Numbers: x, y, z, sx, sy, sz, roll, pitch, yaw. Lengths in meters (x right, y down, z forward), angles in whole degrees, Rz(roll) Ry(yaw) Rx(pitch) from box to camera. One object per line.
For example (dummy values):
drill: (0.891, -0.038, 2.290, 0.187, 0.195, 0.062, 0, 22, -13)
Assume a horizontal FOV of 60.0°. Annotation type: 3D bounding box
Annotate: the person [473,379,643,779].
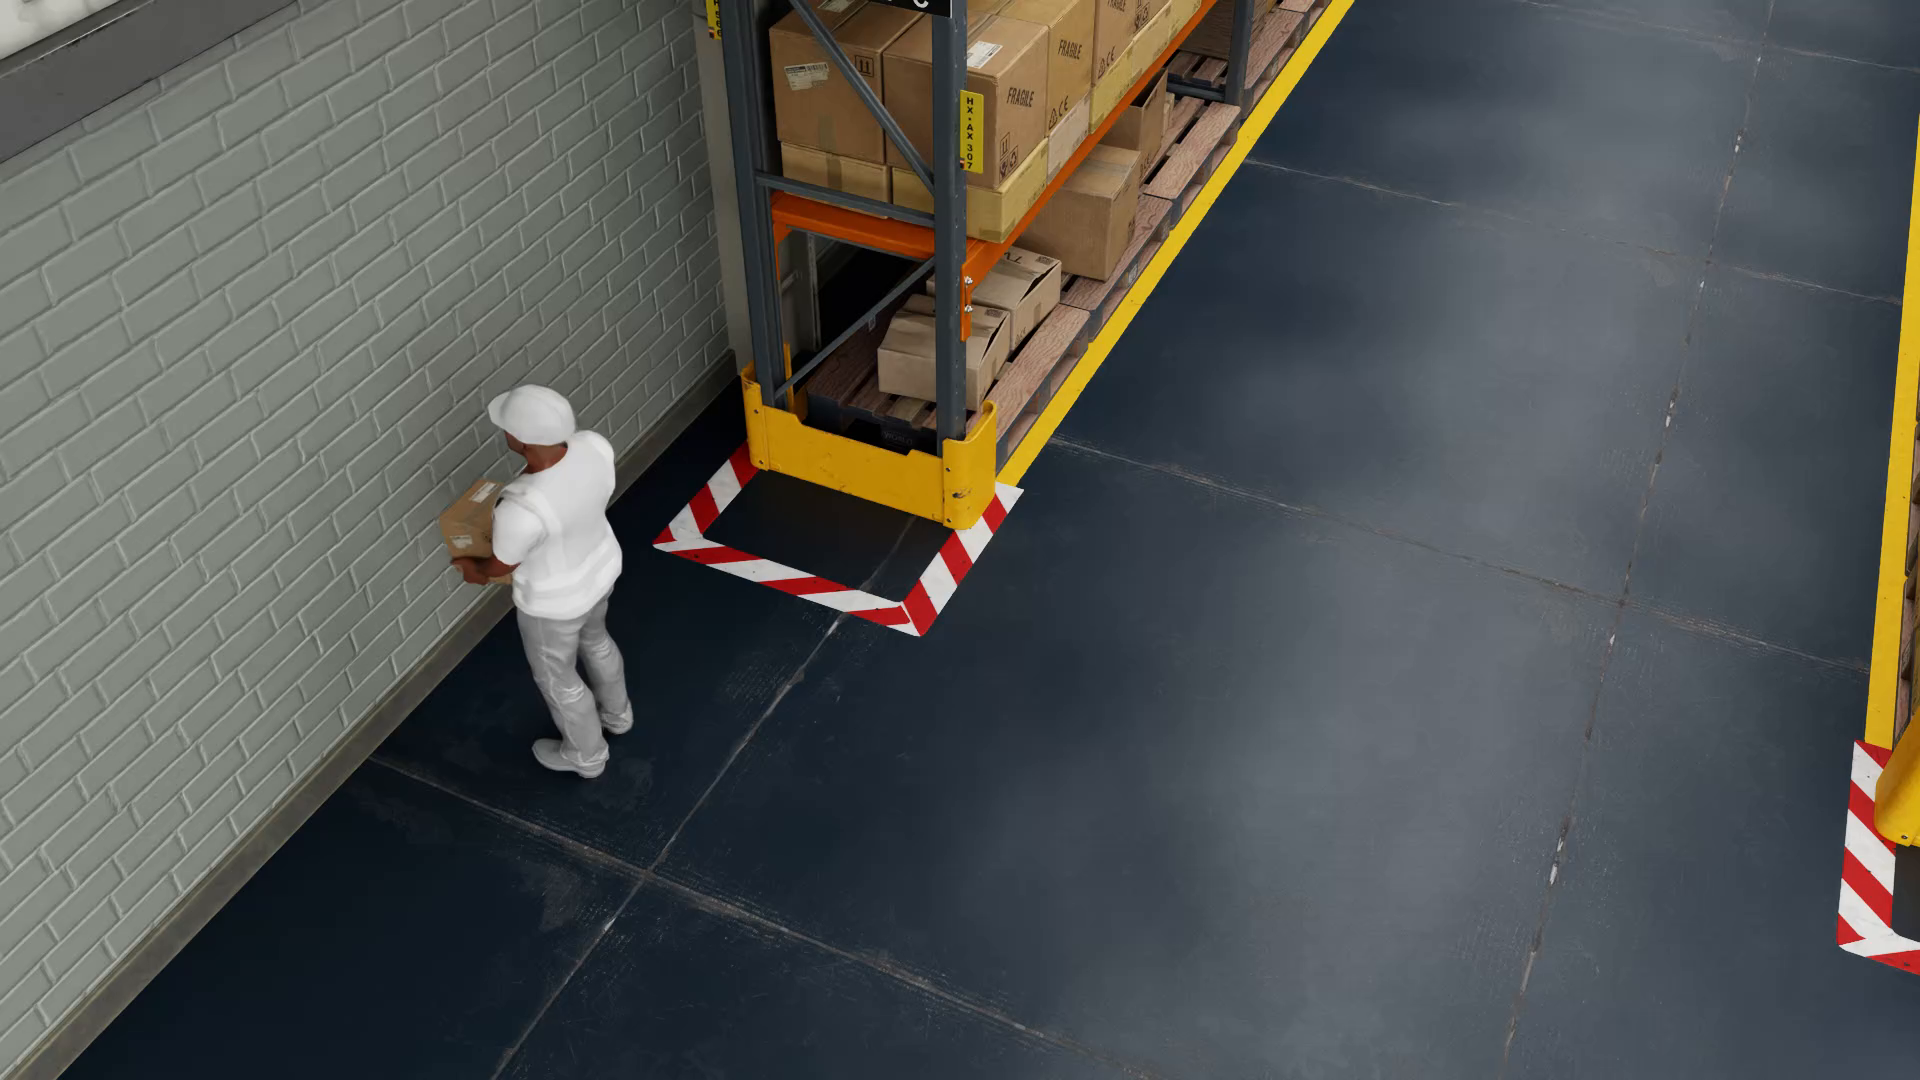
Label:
person: (-1.455, 0.144, 5.981, 0.470, 1.766, 0.572, 17, 44, 18)
